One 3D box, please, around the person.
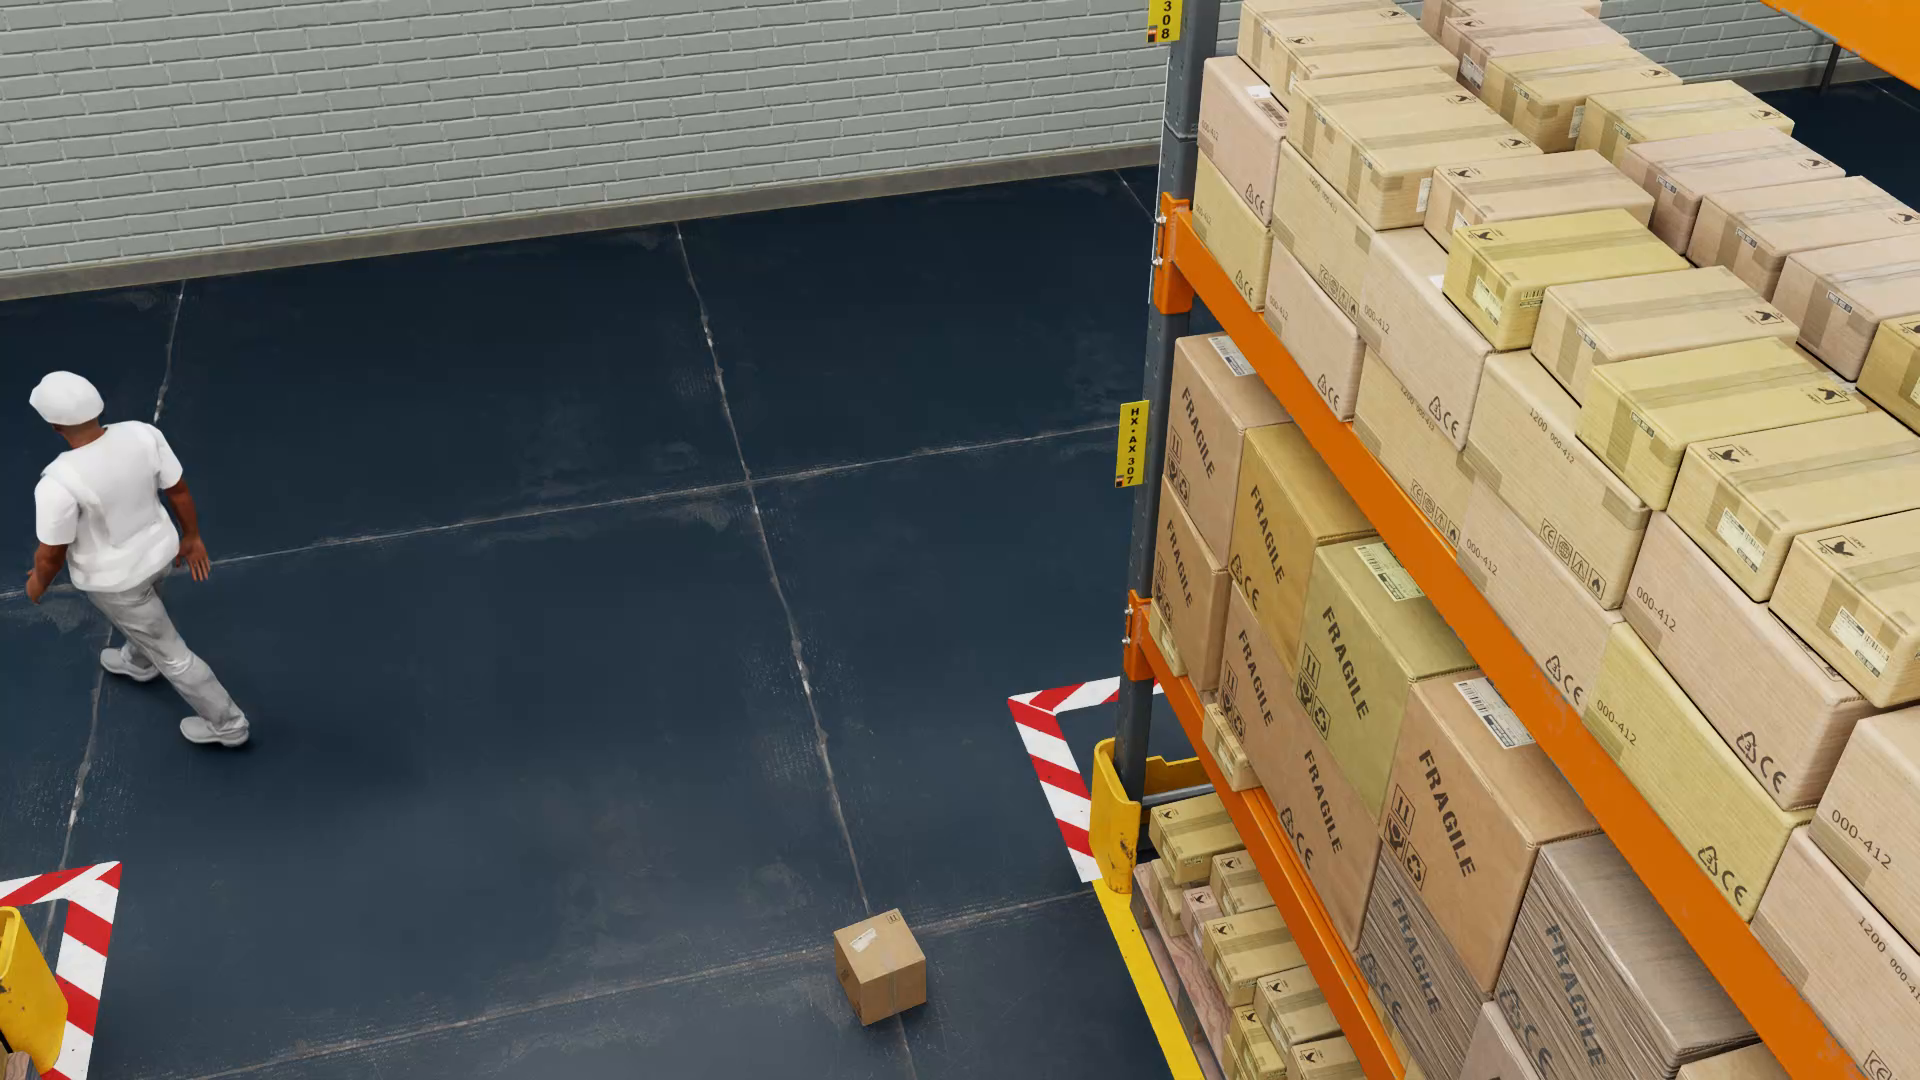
[{"bbox_3d":[-3.408,0.053,6.602,0.953,1.717,0.581,14,40,17],"label":"person"}]
